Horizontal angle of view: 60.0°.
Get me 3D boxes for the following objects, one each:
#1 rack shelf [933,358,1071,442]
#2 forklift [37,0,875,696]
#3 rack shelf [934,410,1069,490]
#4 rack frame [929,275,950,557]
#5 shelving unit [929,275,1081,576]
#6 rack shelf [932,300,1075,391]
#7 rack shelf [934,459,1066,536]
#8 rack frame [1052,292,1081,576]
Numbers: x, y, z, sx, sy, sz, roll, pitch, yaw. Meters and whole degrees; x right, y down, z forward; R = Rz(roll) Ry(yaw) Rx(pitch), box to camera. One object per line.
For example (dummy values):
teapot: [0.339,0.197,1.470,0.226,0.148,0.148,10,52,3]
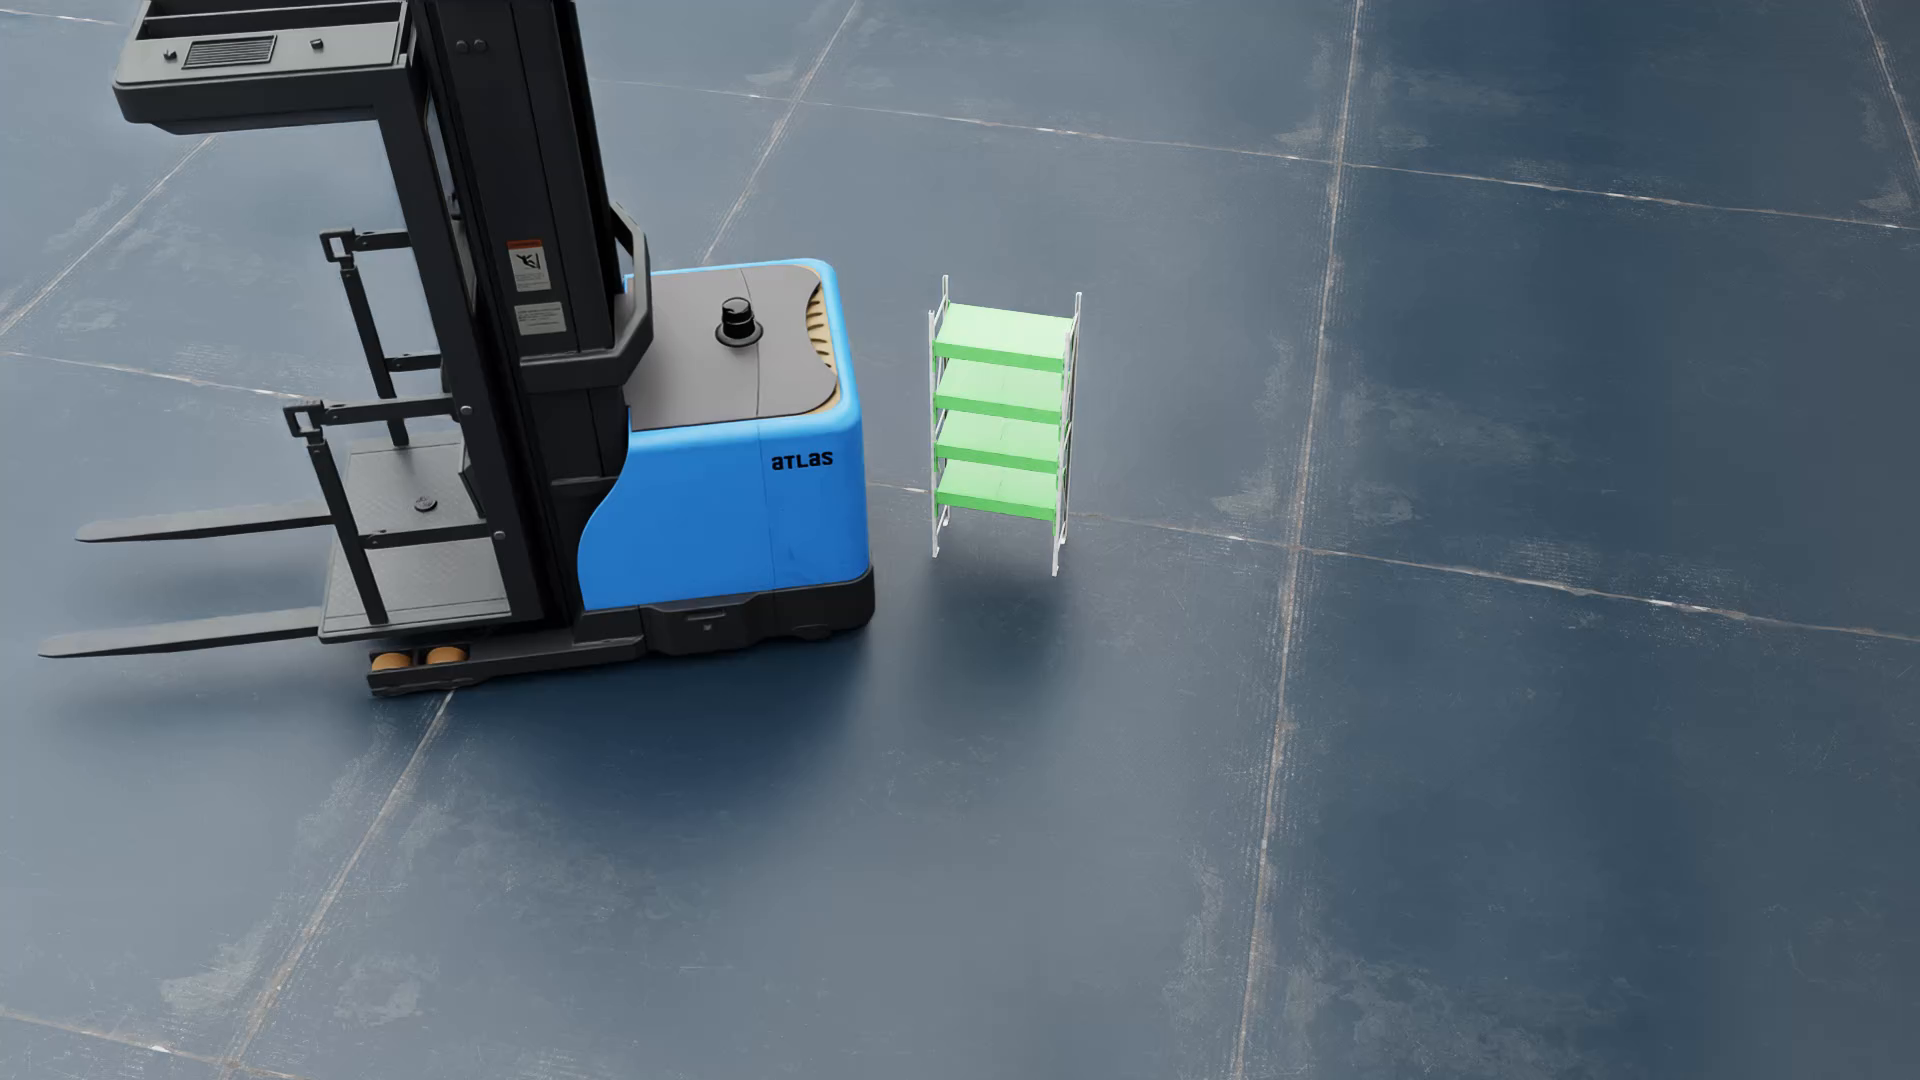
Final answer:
rack shelf: [0.162,-0.534,6.186,0.480,0.148,0.258,9,45,9]
forklift: [-1.888,-0.876,5.546,3.031,2.935,1.130,-6,44,-7]
rack shelf: [0.162,-0.361,6.352,0.480,0.148,0.258,9,45,9]
rack frame: [-0.077,-0.444,6.346,0.015,1.200,0.240,9,45,9]
shelving unit: [0.162,-0.407,6.308,0.503,1.200,0.258,9,45,9]
rack shelf: [0.162,-0.707,6.019,0.480,0.148,0.258,9,45,9]
rack shelf: [0.162,-0.188,6.519,0.480,0.148,0.258,9,45,9]
rack frame: [0.400,-0.370,6.269,0.015,1.200,0.240,9,45,9]
